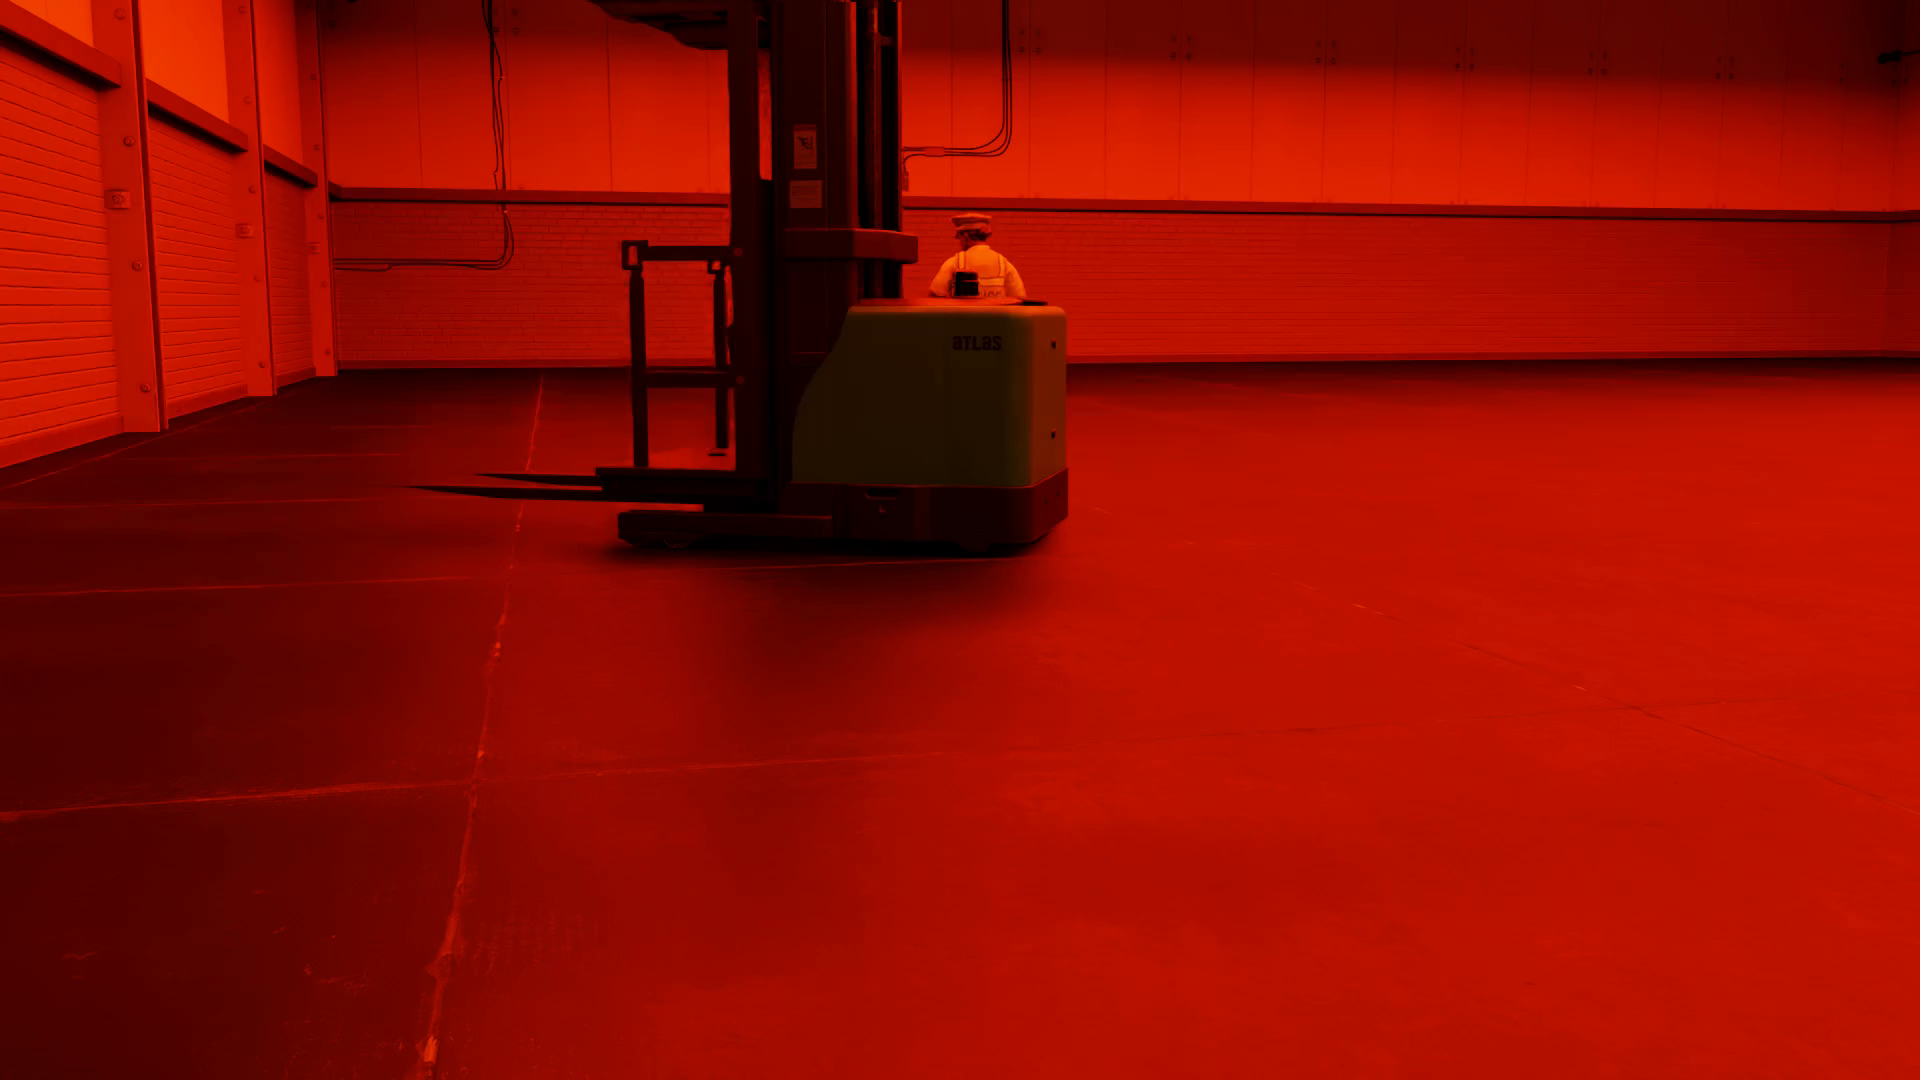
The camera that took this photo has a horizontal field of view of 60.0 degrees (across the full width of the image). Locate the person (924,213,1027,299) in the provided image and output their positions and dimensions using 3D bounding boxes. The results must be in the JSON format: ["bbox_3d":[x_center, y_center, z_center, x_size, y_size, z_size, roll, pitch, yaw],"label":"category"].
[{"bbox_3d":[0.084,-1.162,10.276,0.834,1.682,0.459,-1,8,-9],"label":"person"}]

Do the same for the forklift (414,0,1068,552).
[{"bbox_3d":[-1.056,-1.482,7.719,3.031,2.935,1.130,2,8,13],"label":"forklift"}]
